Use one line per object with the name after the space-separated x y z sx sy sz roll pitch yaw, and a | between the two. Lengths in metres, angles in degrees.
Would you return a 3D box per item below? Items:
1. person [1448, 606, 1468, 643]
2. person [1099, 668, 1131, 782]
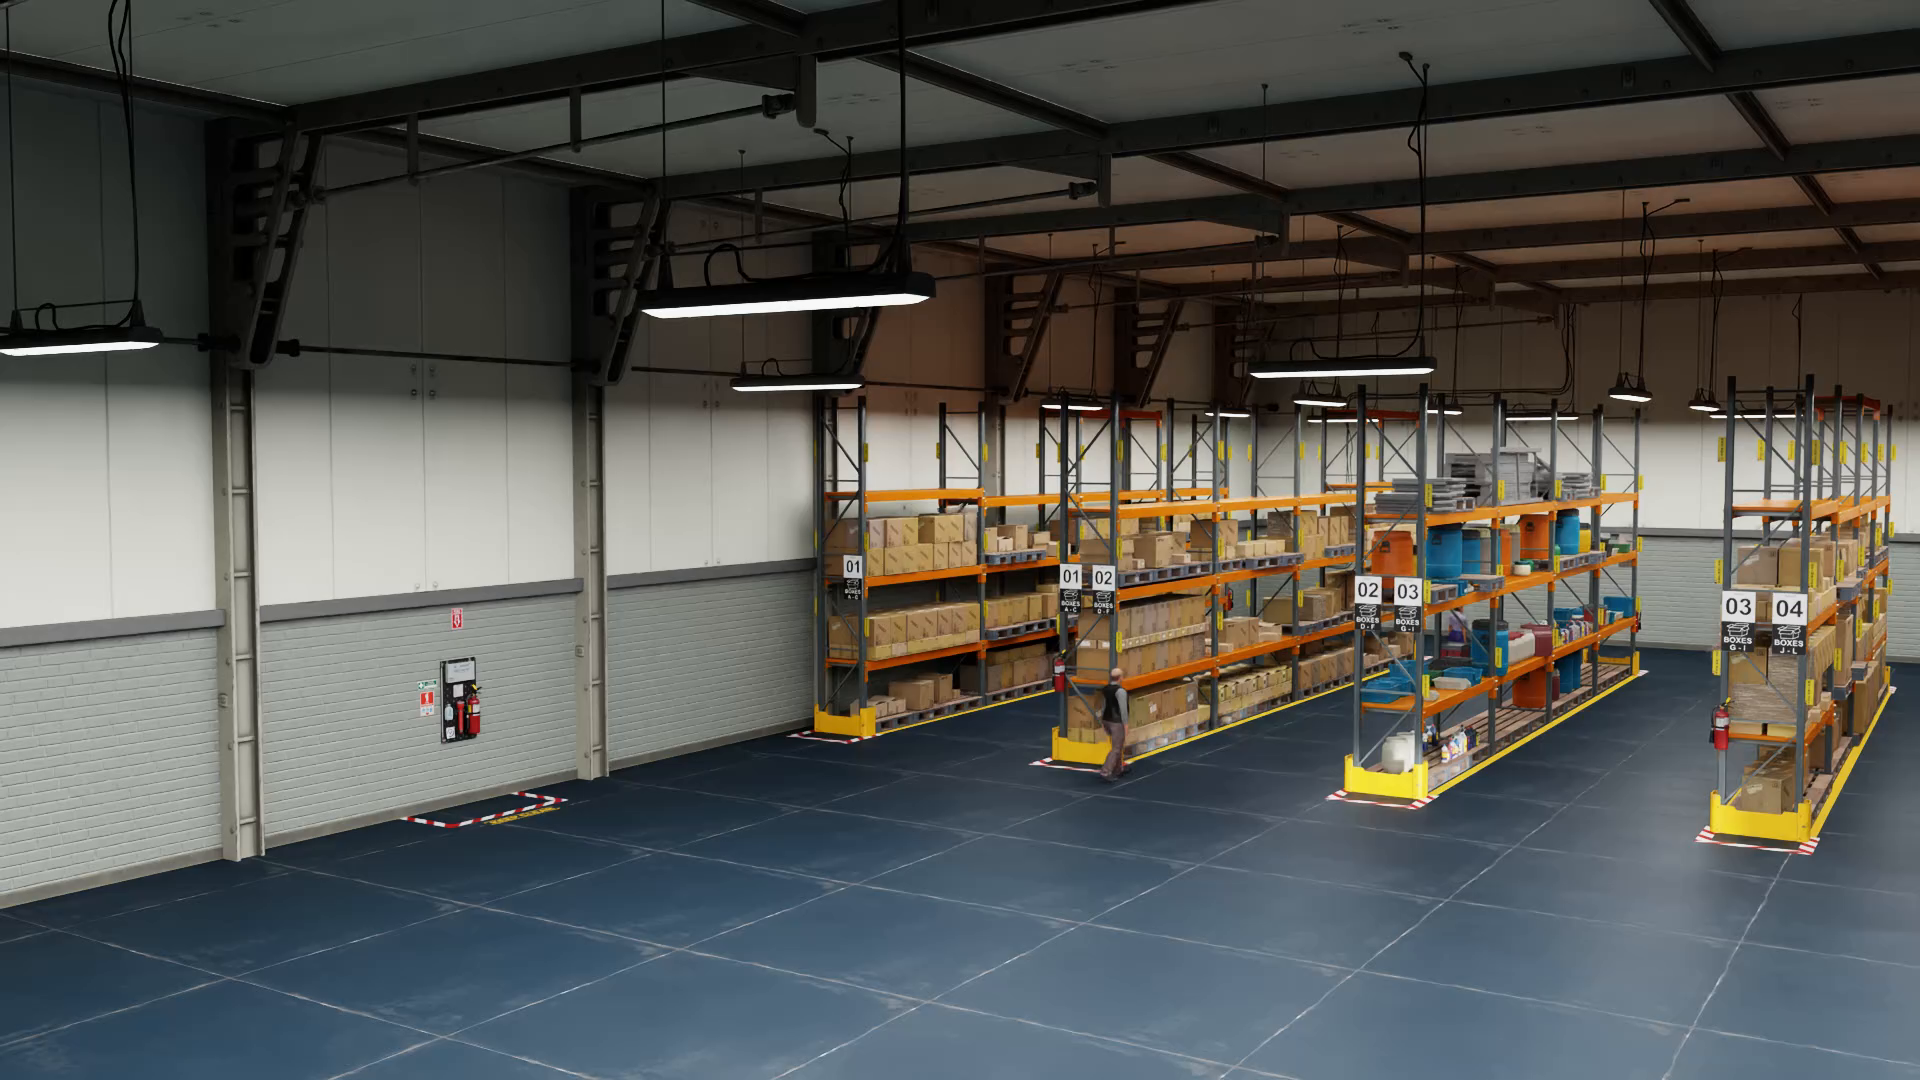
11.118 2.242 37.212 0.422 1.690 0.535 -2 3 -27 | person
2.406 2.818 25.459 0.753 1.721 0.558 -2 3 -30 | person
